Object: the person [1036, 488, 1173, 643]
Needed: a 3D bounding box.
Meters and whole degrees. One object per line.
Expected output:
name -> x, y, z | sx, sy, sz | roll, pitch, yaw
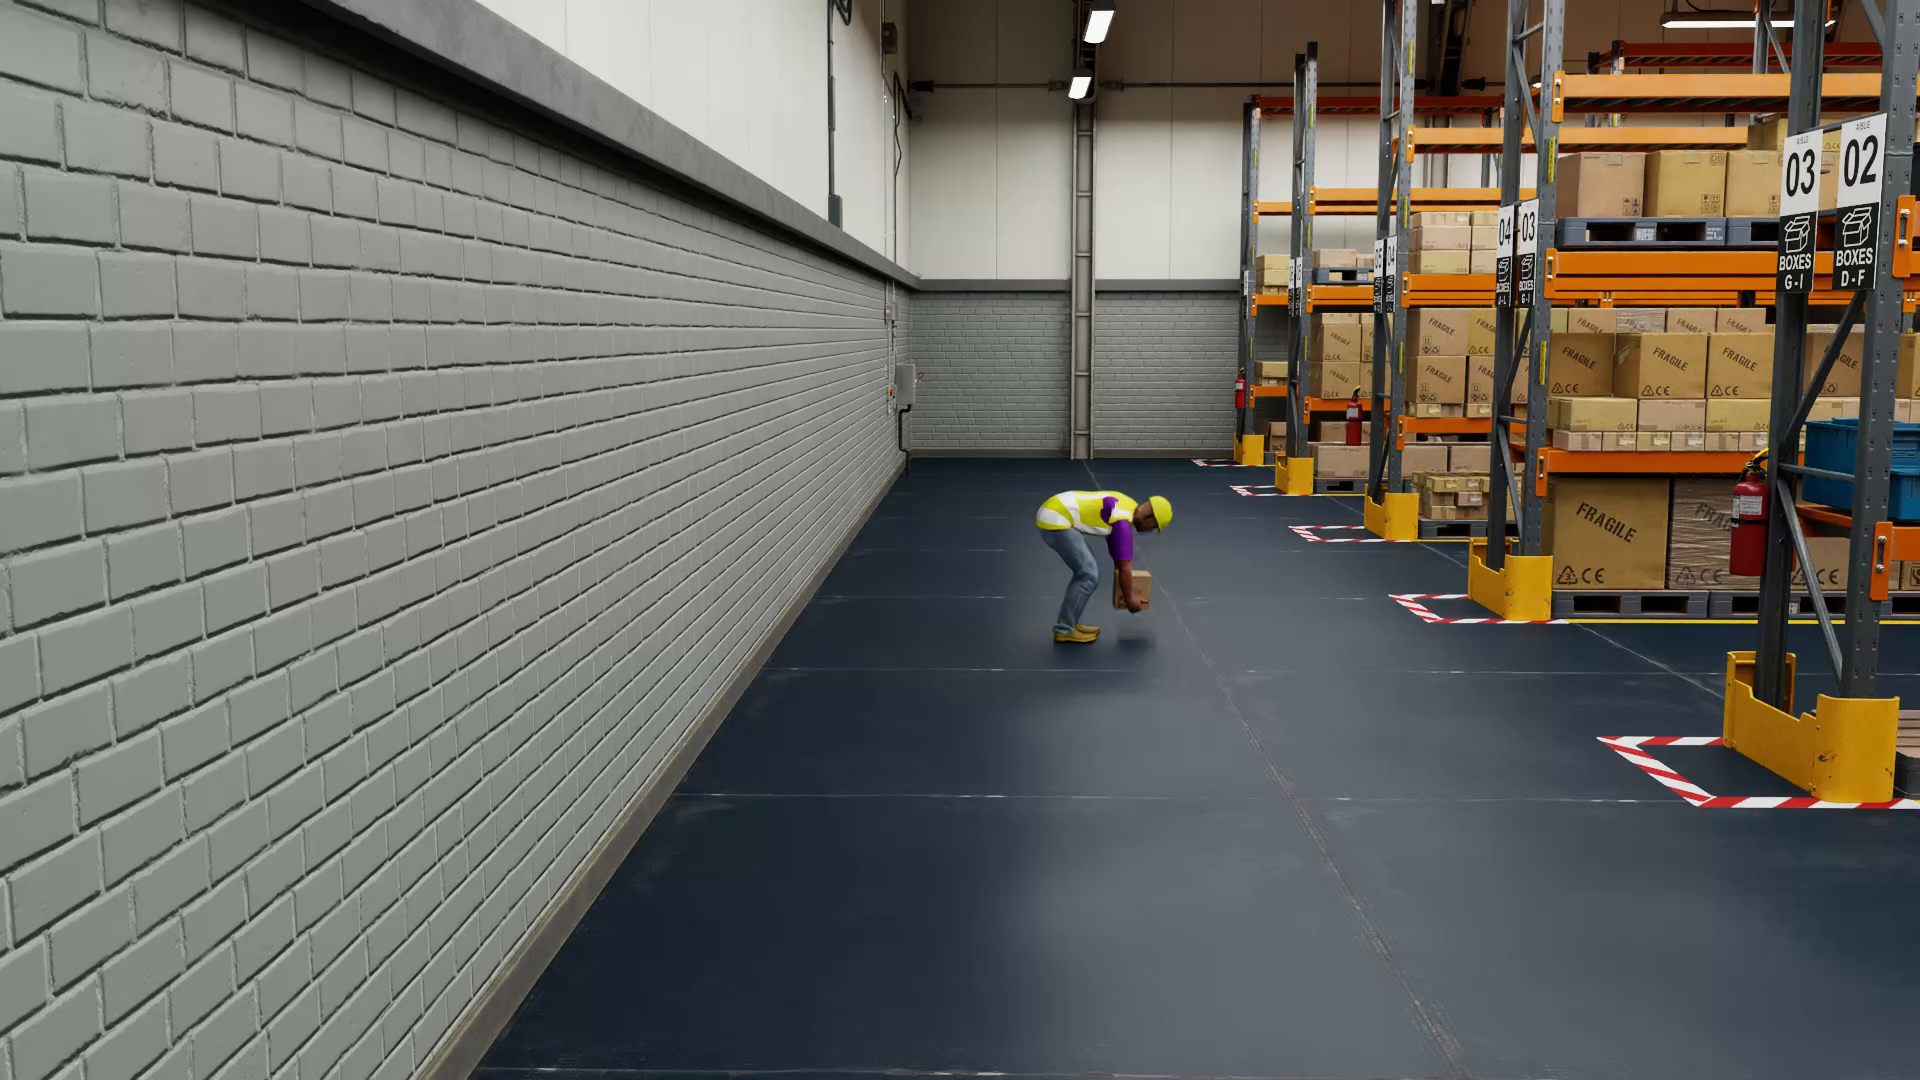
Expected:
person -> 1.038, 0.169, 11.994 | 0.981, 1.096, 0.481 | 0, 7, -1
